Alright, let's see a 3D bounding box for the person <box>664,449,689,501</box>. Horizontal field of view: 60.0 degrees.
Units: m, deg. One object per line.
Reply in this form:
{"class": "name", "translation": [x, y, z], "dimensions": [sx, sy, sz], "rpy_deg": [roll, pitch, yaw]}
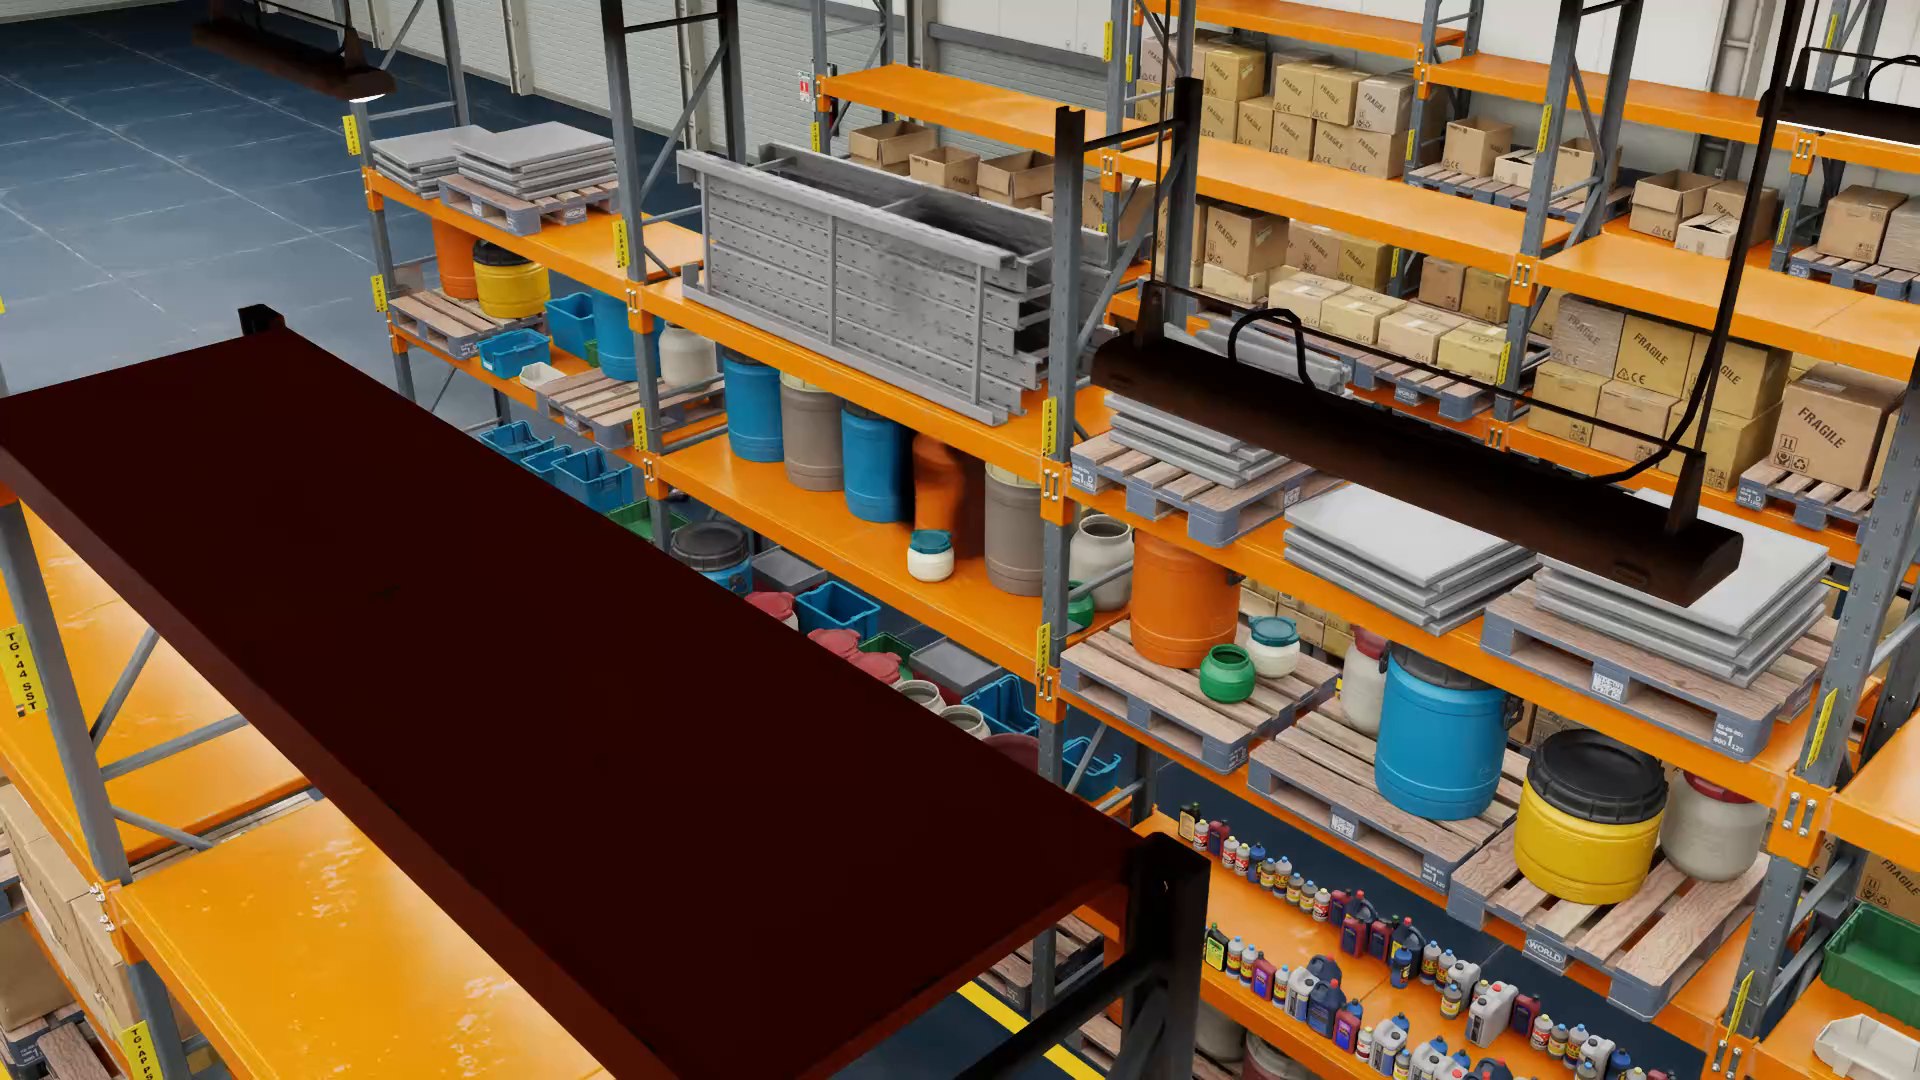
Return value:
{"class": "person", "translation": [-3.058, -1.218, 17.310], "dimensions": [0.454, 1.713, 0.676], "rpy_deg": [11, 30, 19]}
